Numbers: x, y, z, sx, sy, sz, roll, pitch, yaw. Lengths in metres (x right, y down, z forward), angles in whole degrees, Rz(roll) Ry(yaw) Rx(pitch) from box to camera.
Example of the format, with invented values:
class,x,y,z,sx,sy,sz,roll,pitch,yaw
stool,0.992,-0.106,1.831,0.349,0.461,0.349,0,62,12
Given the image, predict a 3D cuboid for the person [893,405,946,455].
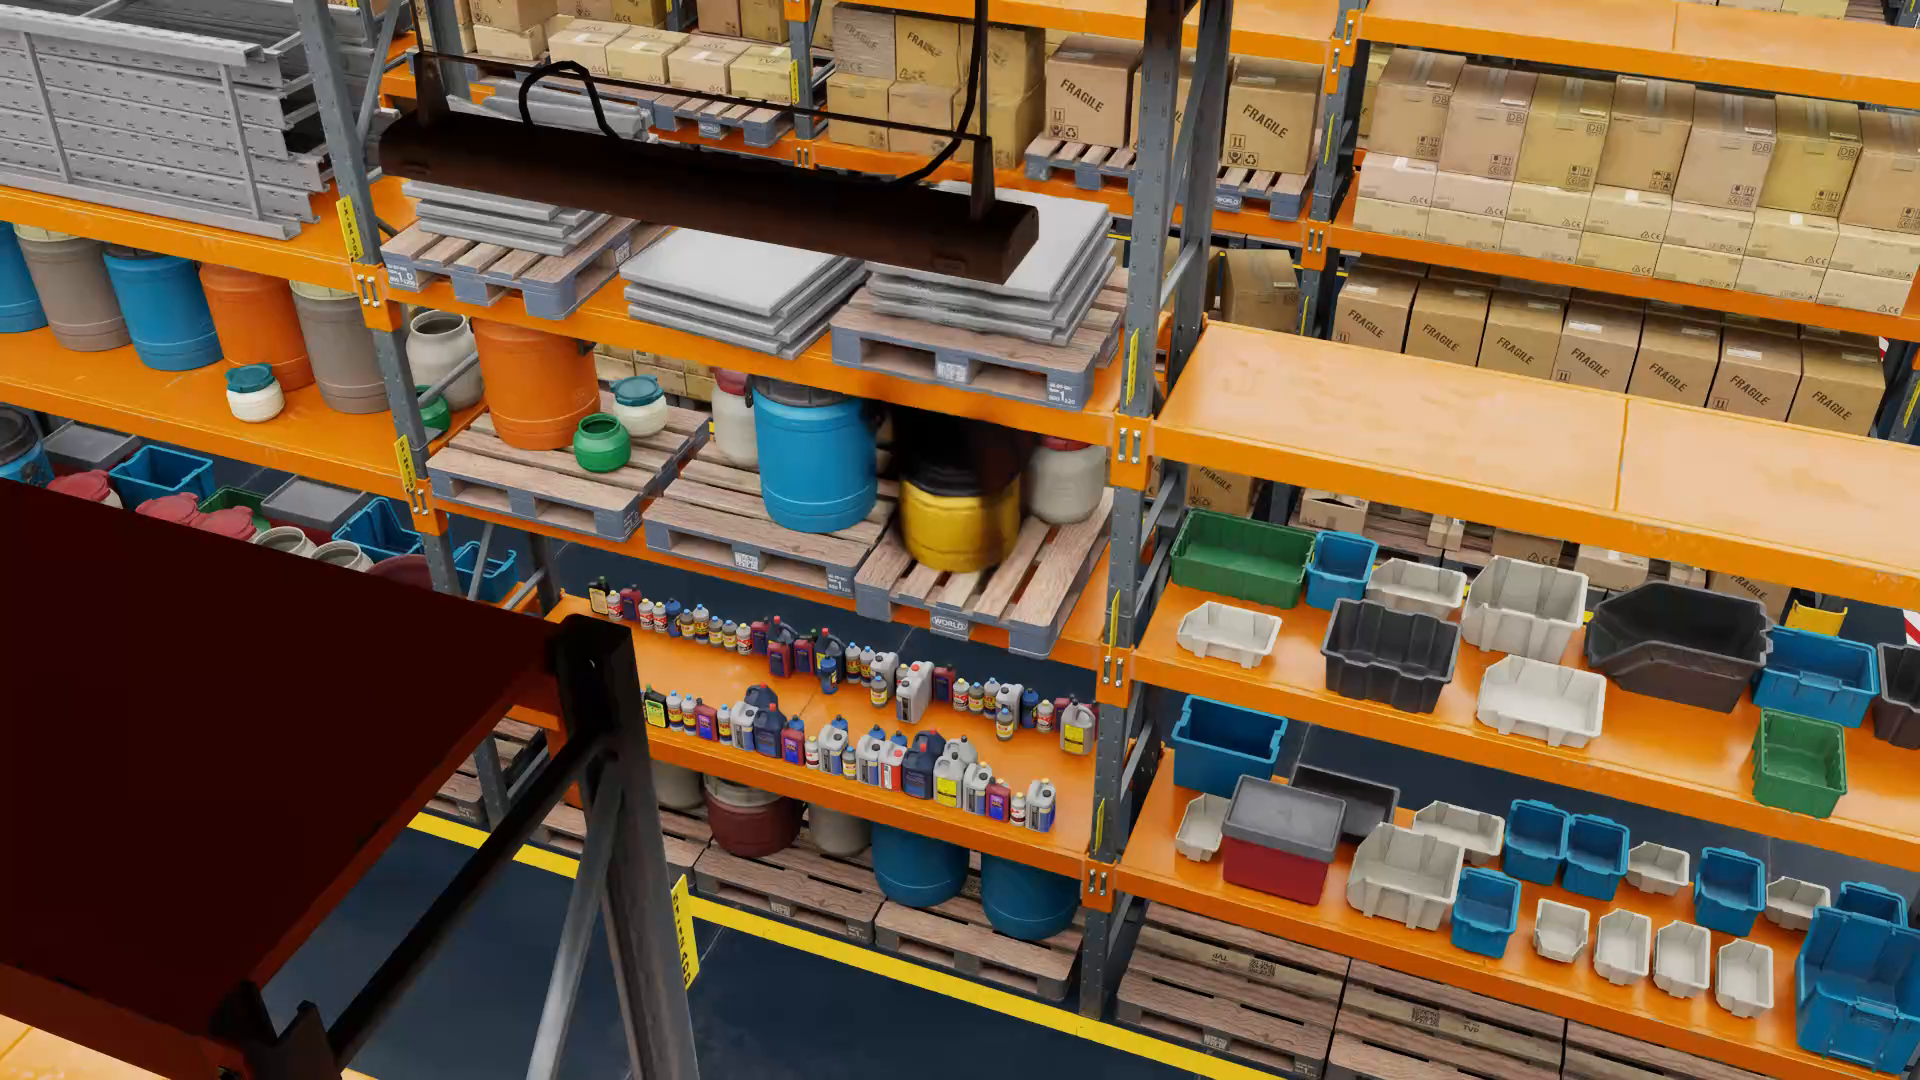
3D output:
class,x,y,z,sx,sy,sz,roll,pitch,yaw
person,-0.254,-0.281,11.797,0.826,1.775,0.712,3,37,4
